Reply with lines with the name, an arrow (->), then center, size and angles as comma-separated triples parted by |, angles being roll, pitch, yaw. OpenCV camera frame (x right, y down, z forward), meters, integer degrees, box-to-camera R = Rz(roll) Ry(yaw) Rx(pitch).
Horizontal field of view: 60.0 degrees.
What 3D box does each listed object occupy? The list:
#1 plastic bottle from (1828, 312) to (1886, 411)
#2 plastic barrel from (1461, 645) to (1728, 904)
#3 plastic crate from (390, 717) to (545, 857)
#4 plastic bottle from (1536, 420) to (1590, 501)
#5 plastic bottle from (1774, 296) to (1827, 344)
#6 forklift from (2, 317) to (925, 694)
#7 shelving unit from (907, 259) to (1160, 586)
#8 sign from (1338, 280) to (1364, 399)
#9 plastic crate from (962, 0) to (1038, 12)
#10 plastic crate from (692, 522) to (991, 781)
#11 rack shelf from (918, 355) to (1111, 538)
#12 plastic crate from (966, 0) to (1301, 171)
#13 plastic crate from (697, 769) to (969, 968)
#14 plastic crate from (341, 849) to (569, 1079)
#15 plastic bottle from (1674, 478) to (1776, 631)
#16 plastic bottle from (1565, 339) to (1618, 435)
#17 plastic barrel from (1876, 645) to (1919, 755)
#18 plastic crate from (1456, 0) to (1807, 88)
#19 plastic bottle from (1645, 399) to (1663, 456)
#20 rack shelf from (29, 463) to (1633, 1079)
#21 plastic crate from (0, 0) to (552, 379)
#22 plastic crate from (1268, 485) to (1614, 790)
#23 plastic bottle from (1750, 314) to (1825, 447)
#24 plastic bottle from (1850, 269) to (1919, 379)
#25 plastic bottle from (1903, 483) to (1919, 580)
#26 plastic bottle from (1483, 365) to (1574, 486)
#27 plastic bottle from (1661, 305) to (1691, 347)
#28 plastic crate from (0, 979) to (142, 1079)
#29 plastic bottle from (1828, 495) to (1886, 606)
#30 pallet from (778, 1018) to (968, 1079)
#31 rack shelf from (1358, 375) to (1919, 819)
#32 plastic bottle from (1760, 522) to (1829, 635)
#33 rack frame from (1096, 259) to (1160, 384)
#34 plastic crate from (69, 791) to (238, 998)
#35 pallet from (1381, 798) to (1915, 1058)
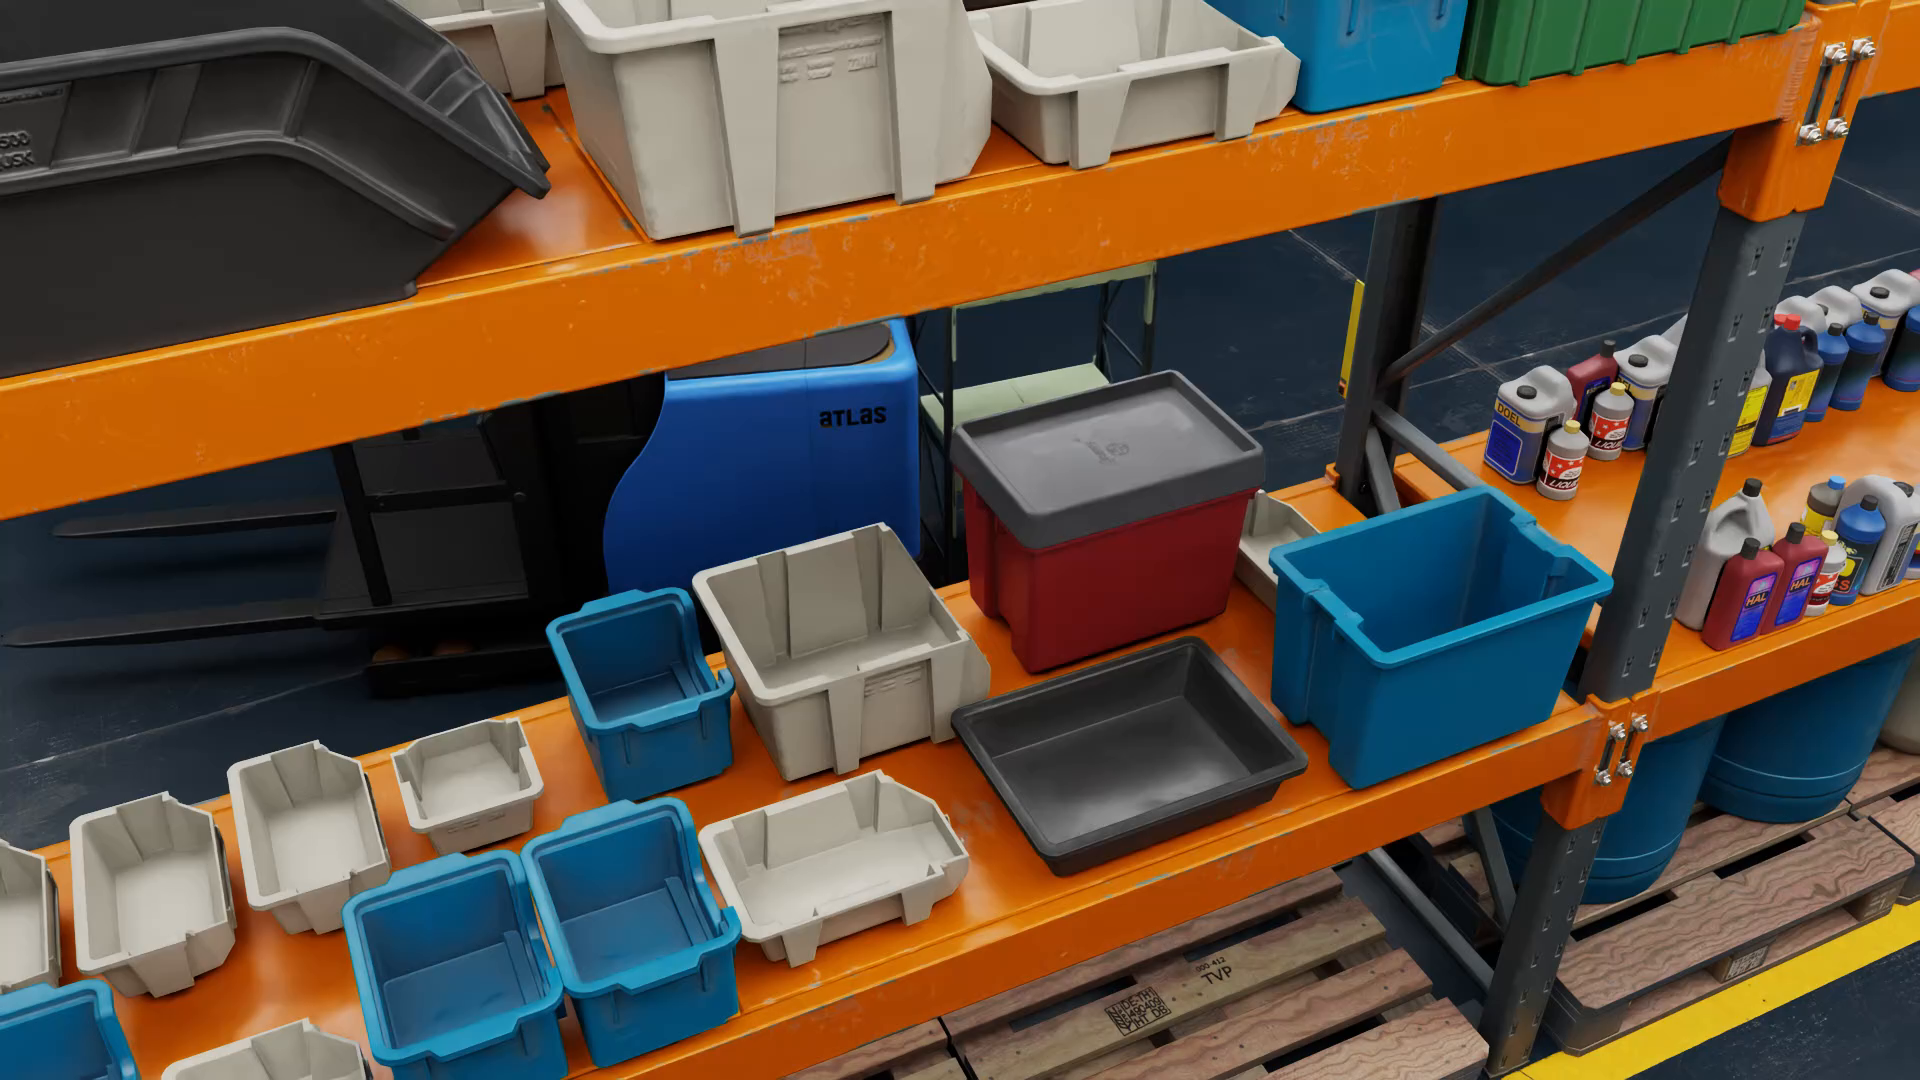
plastic bottle -> 2.428, -0.489, 4.500 | 0.097, 0.271, 0.097 | 0, 37, 0
plastic barrel -> 1.729, 0.470, 4.507 | 0.708, 0.901, 0.600 | -16, 39, -20
plastic crate -> -0.960, 0.481, 3.255 | 0.250, 0.136, 0.298 | -16, 39, -20
plastic bottle -> 1.519, -0.207, 4.178 | 0.097, 0.201, 0.097 | 0, 37, 0
plastic bottle -> 2.236, -0.520, 4.537 | 0.135, 0.276, 0.152 | -16, 39, -20
forklift -> -1.685, -1.001, 5.140 | 3.031, 2.935, 1.130 | -6, 37, -8
shelving unit -> 0.240, -0.607, 5.809 | 0.755, 1.500, 0.431 | -13, 38, -16
sign -> 0.997, -0.484, 4.152 | 0.005, 0.325, 0.100 | -16, 39, -20
plastic crate -> -0.012, -1.061, 2.754 | 0.590, 0.269, 0.497 | -16, 39, -20
plastic crate -> -0.231, 0.235, 3.464 | 0.530, 0.282, 0.437 | -16, 39, -20
rack shelf -> 0.240, -0.345, 6.003 | 0.720, 0.370, 0.431 | -13, 38, -16
plastic crate -> 0.240, -0.647, 2.308 | 0.466, 0.136, 0.293 | -16, 39, -20
plastic crate -> -0.219, 0.609, 3.082 | 0.466, 0.136, 0.293 | -16, 39, -20
plastic crate -> -0.836, 0.762, 2.795 | 0.300, 0.233, 0.416 | -16, 39, -20
plastic bottle -> 1.722, 0.020, 3.747 | 0.185, 0.351, 0.144 | -16, 39, -20
plastic bottle -> 1.639, -0.386, 4.350 | 0.133, 0.283, 0.061 | -16, 39, -20
plastic barrel -> 2.919, 0.353, 4.992 | 0.421, 0.512, 0.421 | 0, 37, 0
plastic crate -> 0.974, -0.925, 2.639 | 0.662, 0.188, 0.450 | -16, 39, -20
plastic bottle -> 1.849, -0.300, 4.303 | 0.097, 0.201, 0.097 | 0, 37, 0
rack shelf -> -0.581, 0.720, 3.366 | 4.000, 0.370, 1.077 | -16, 39, -20
plastic crate -> -0.892, -0.481, 1.915 | 0.767, 0.338, 0.504 | -16, 39, -20
plastic crate -> 0.952, 0.209, 3.413 | 0.575, 0.384, 0.392 | -16, 39, -20
plastic bottle -> 2.151, -0.434, 4.358 | 0.185, 0.351, 0.144 | -16, 39, -20
plastic bottle -> 2.568, -0.613, 4.662 | 0.135, 0.276, 0.152 | -16, 39, -20
plastic bottle -> 2.258, -0.043, 3.898 | 0.097, 0.271, 0.097 | 0, 37, 0
plastic bottle -> 1.449, -0.300, 4.240 | 0.135, 0.276, 0.152 | -16, 39, -20
plastic bottle -> 1.922, -0.465, 4.400 | 0.185, 0.351, 0.144 | -16, 39, -20
plastic crate -> -1.432, 0.929, 2.570 | 0.300, 0.233, 0.416 | -16, 39, -20
plastic bottle -> 2.048, 0.016, 3.818 | 0.097, 0.271, 0.097 | 0, 37, 0
pallet -> -0.526, 1.563, 3.966 | 1.213, 0.211, 1.003 | -16, 39, -20
rack shelf -> 3.040, -0.293, 4.731 | 4.000, 0.370, 1.077 | -16, 39, -20
plastic bottle -> 1.863, 0.075, 3.729 | 0.133, 0.283, 0.061 | -16, 39, -20
rack frame -> 0.583, -0.683, 5.912 | 0.023, 1.500, 0.400 | -13, 38, -16
plastic crate -> -1.462, 0.649, 3.028 | 0.243, 0.136, 0.396 | -16, 39, -20
pallet -> 1.945, 0.872, 4.897 | 1.213, 0.211, 1.003 | -16, 39, -20
